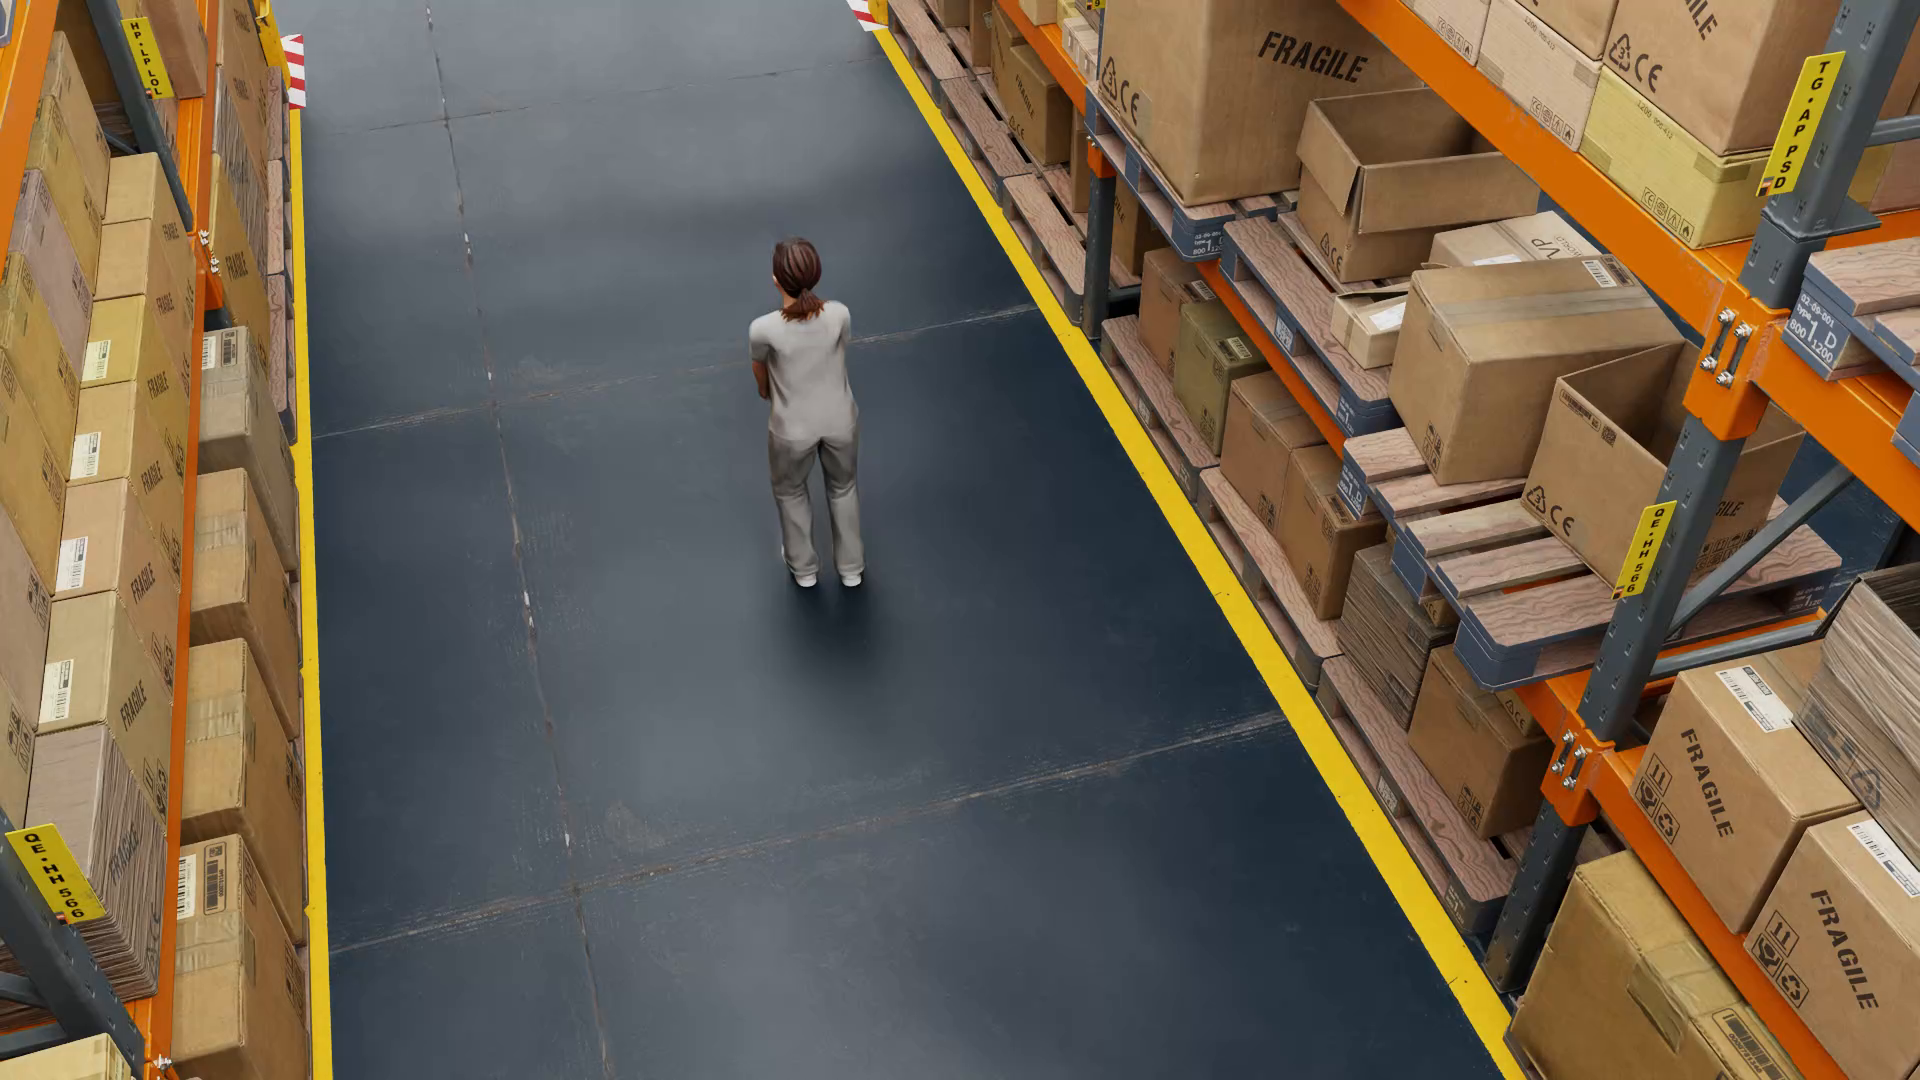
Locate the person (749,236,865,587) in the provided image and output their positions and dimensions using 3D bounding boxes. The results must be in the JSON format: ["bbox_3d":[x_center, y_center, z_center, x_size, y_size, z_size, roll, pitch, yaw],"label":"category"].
[{"bbox_3d":[-0.630,-0.519,6.742,0.411,1.666,0.504,-13,44,-14],"label":"person"}]
